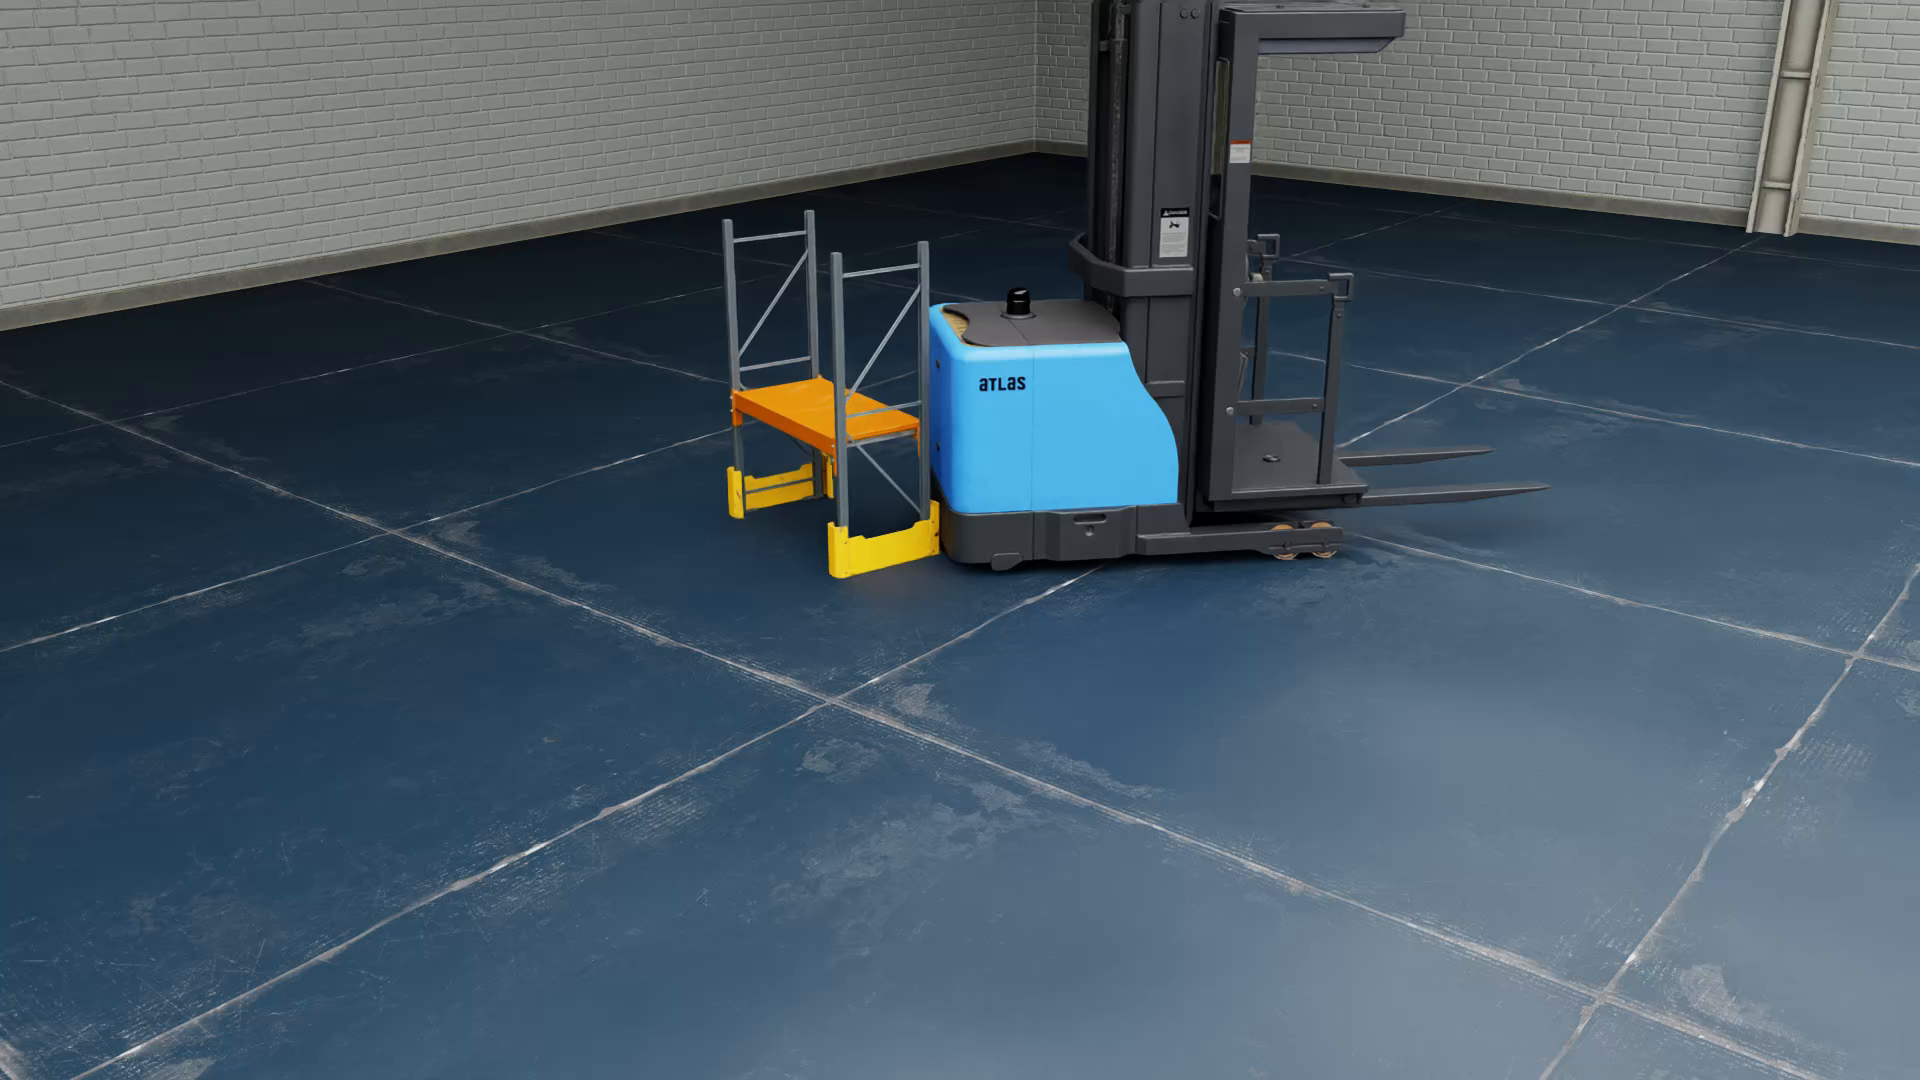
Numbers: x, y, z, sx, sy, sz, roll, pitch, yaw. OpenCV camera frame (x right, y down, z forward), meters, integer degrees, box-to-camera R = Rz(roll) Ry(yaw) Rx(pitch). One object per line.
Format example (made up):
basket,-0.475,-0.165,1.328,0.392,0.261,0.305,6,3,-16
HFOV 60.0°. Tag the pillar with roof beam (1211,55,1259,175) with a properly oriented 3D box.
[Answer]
pillar with roof beam,0.463,-7.345,14.892,0.400,9.000,9.100,16,26,36

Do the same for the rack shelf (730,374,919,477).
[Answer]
rack shelf,-0.644,-0.571,8.066,0.538,0.185,1.000,-14,25,-32

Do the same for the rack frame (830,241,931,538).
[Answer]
rack frame,-0.352,-0.592,7.612,0.500,1.500,0.032,-14,25,-32

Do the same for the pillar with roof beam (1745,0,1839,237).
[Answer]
pillar with roof beam,5.111,-6.006,11.343,0.400,9.000,9.100,16,26,36

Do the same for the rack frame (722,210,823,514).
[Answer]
rack frame,-0.935,-0.886,8.392,0.500,1.500,0.032,-14,25,-32

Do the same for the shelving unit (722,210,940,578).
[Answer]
shelving unit,-0.638,-0.736,7.995,0.587,1.500,1.083,-14,25,-32

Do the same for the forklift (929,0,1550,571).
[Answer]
forklift,1.376,-1.456,7.876,3.031,2.935,1.130,-3,21,-9

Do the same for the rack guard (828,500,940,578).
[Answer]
rack guard,-0.353,-0.008,7.834,0.587,0.250,0.087,-14,25,-32

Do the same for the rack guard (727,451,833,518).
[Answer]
rack guard,-0.924,-0.296,8.598,0.587,0.250,0.087,-14,25,-32
